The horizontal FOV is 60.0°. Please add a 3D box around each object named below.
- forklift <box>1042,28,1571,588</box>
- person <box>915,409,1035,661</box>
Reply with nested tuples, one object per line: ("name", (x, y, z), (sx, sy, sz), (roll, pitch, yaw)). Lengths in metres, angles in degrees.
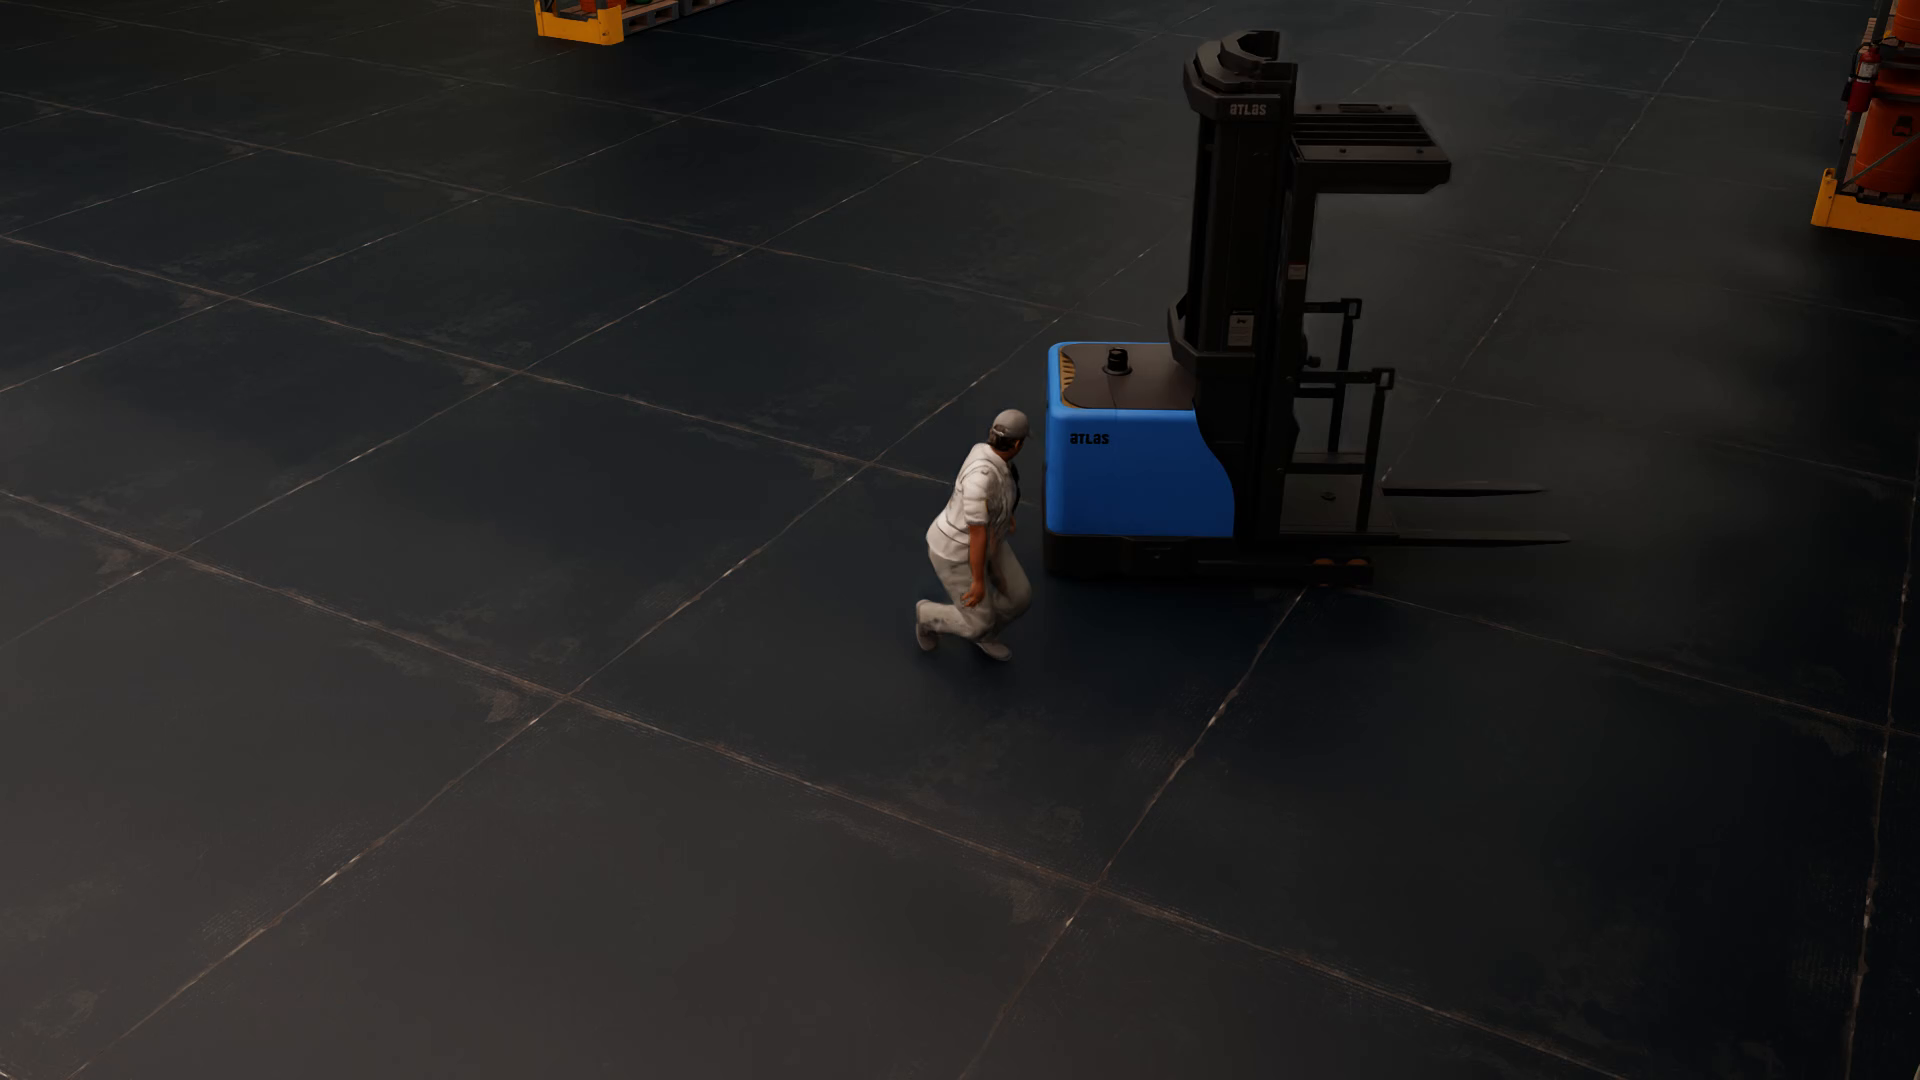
("forklift", (2.012, -1.264, 9.262), (3.031, 2.935, 1.130), (1, 30, 2))
("person", (0.064, -0.007, 8.590), (0.621, 1.459, 0.757), (14, 33, 23))
